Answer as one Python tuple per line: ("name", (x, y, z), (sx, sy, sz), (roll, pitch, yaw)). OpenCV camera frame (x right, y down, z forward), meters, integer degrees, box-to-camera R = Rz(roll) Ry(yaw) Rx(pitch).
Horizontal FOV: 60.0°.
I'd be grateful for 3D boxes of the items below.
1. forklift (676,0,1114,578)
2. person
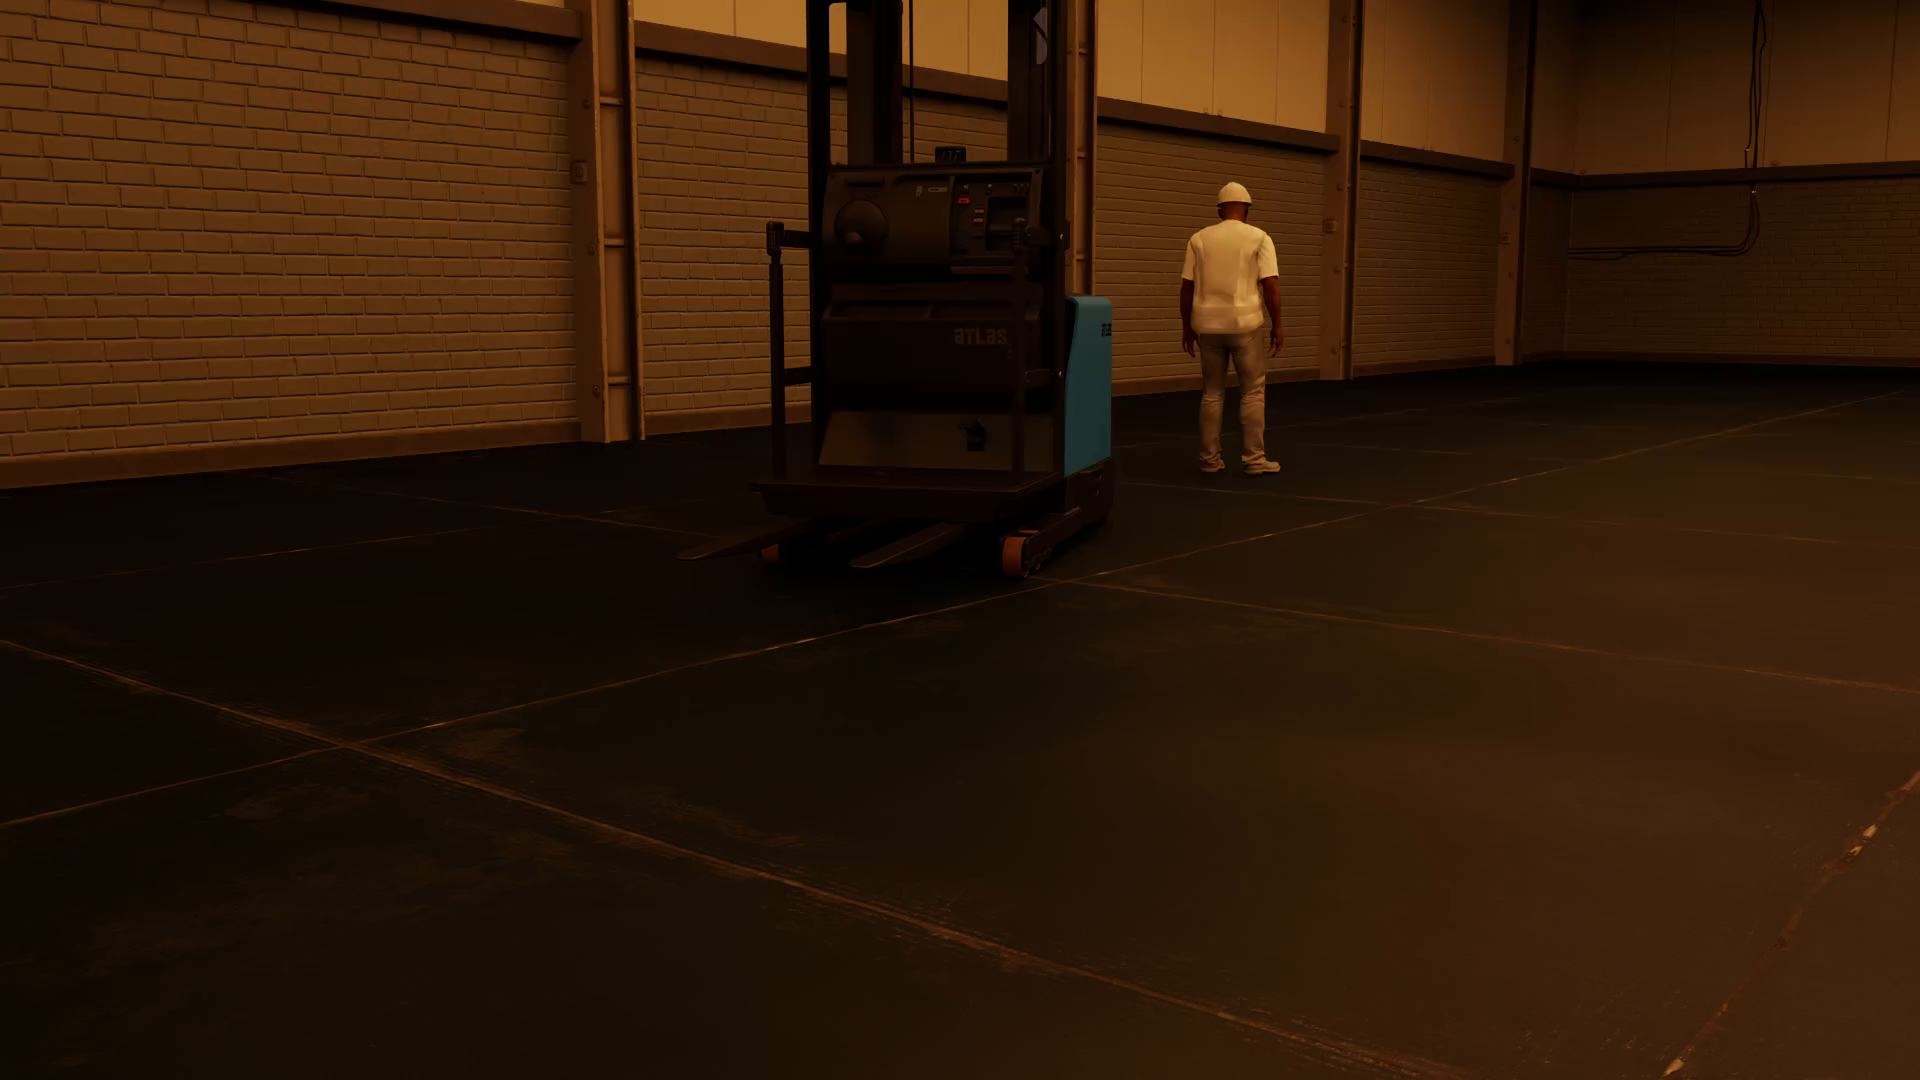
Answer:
("forklift", (-0.176, -1.366, 6.616), (1.130, 2.935, 3.031), (3, 9, 17))
("person", (1.655, -1.288, 10.141), (0.635, 1.760, 0.456), (4, 9, 28))
